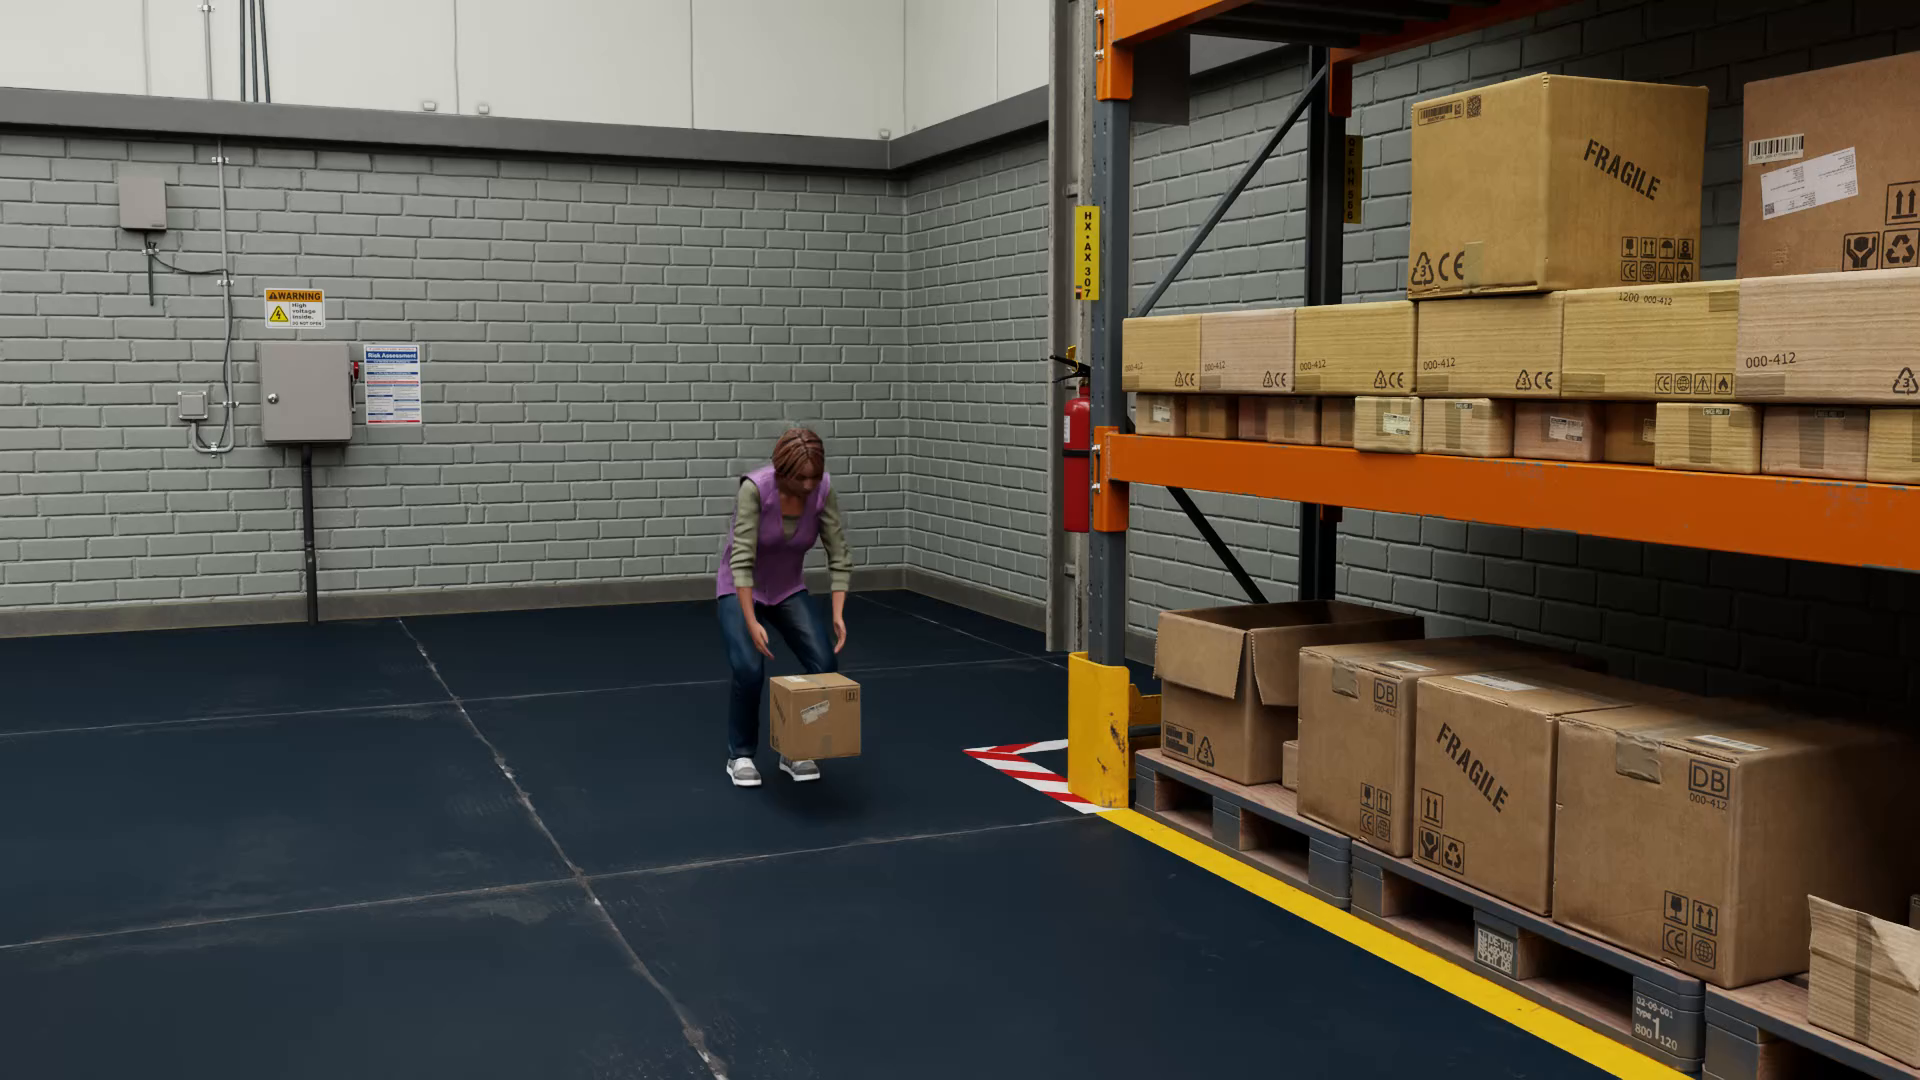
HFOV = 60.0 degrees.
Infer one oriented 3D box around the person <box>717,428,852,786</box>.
[{"bbox_3d":[-0.652,0.251,6.162,0.462,1.311,0.639,-2,6,-23],"label":"person"}]
